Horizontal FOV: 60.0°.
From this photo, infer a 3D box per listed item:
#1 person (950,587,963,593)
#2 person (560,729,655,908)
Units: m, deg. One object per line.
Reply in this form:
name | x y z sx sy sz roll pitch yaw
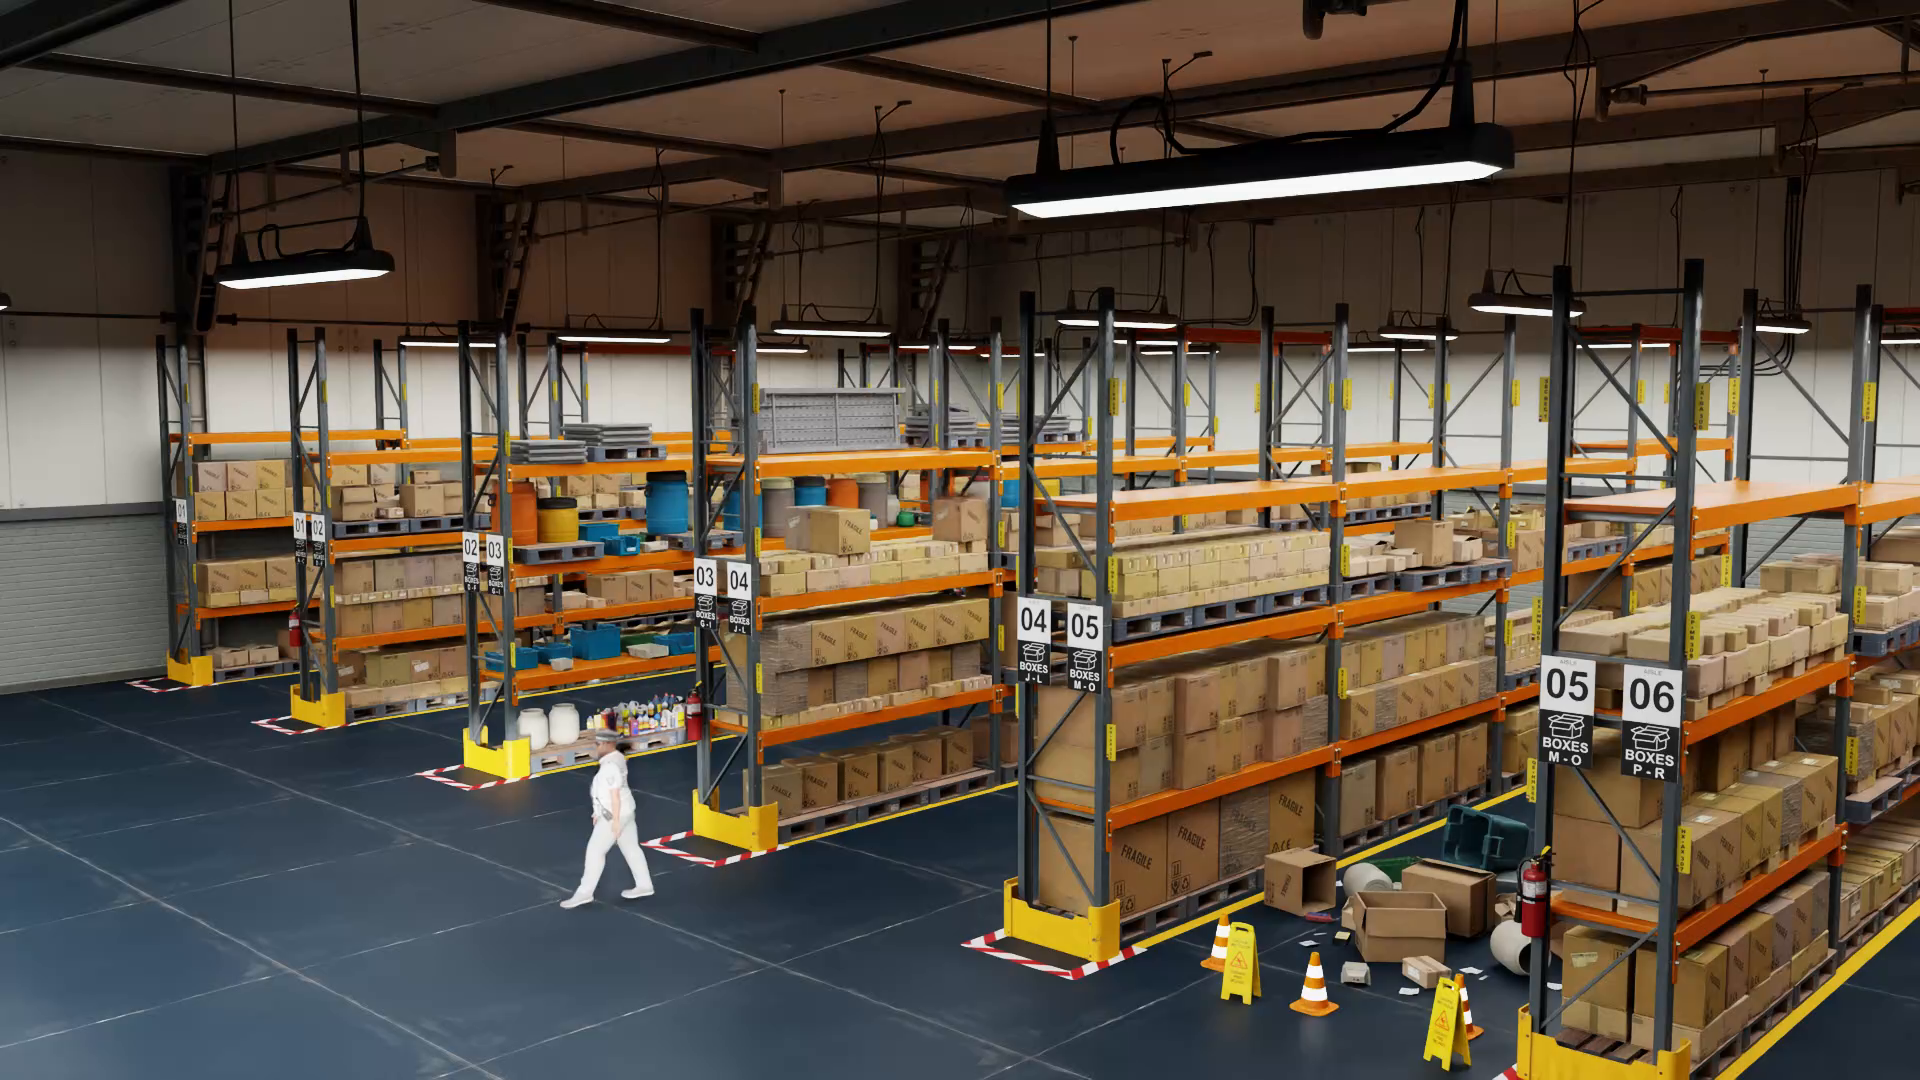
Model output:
person | 0.116 1.380 31.386 0.727 1.684 0.631 -4 7 -35
person | -3.504 2.743 16.568 0.863 1.734 0.580 0 5 4
